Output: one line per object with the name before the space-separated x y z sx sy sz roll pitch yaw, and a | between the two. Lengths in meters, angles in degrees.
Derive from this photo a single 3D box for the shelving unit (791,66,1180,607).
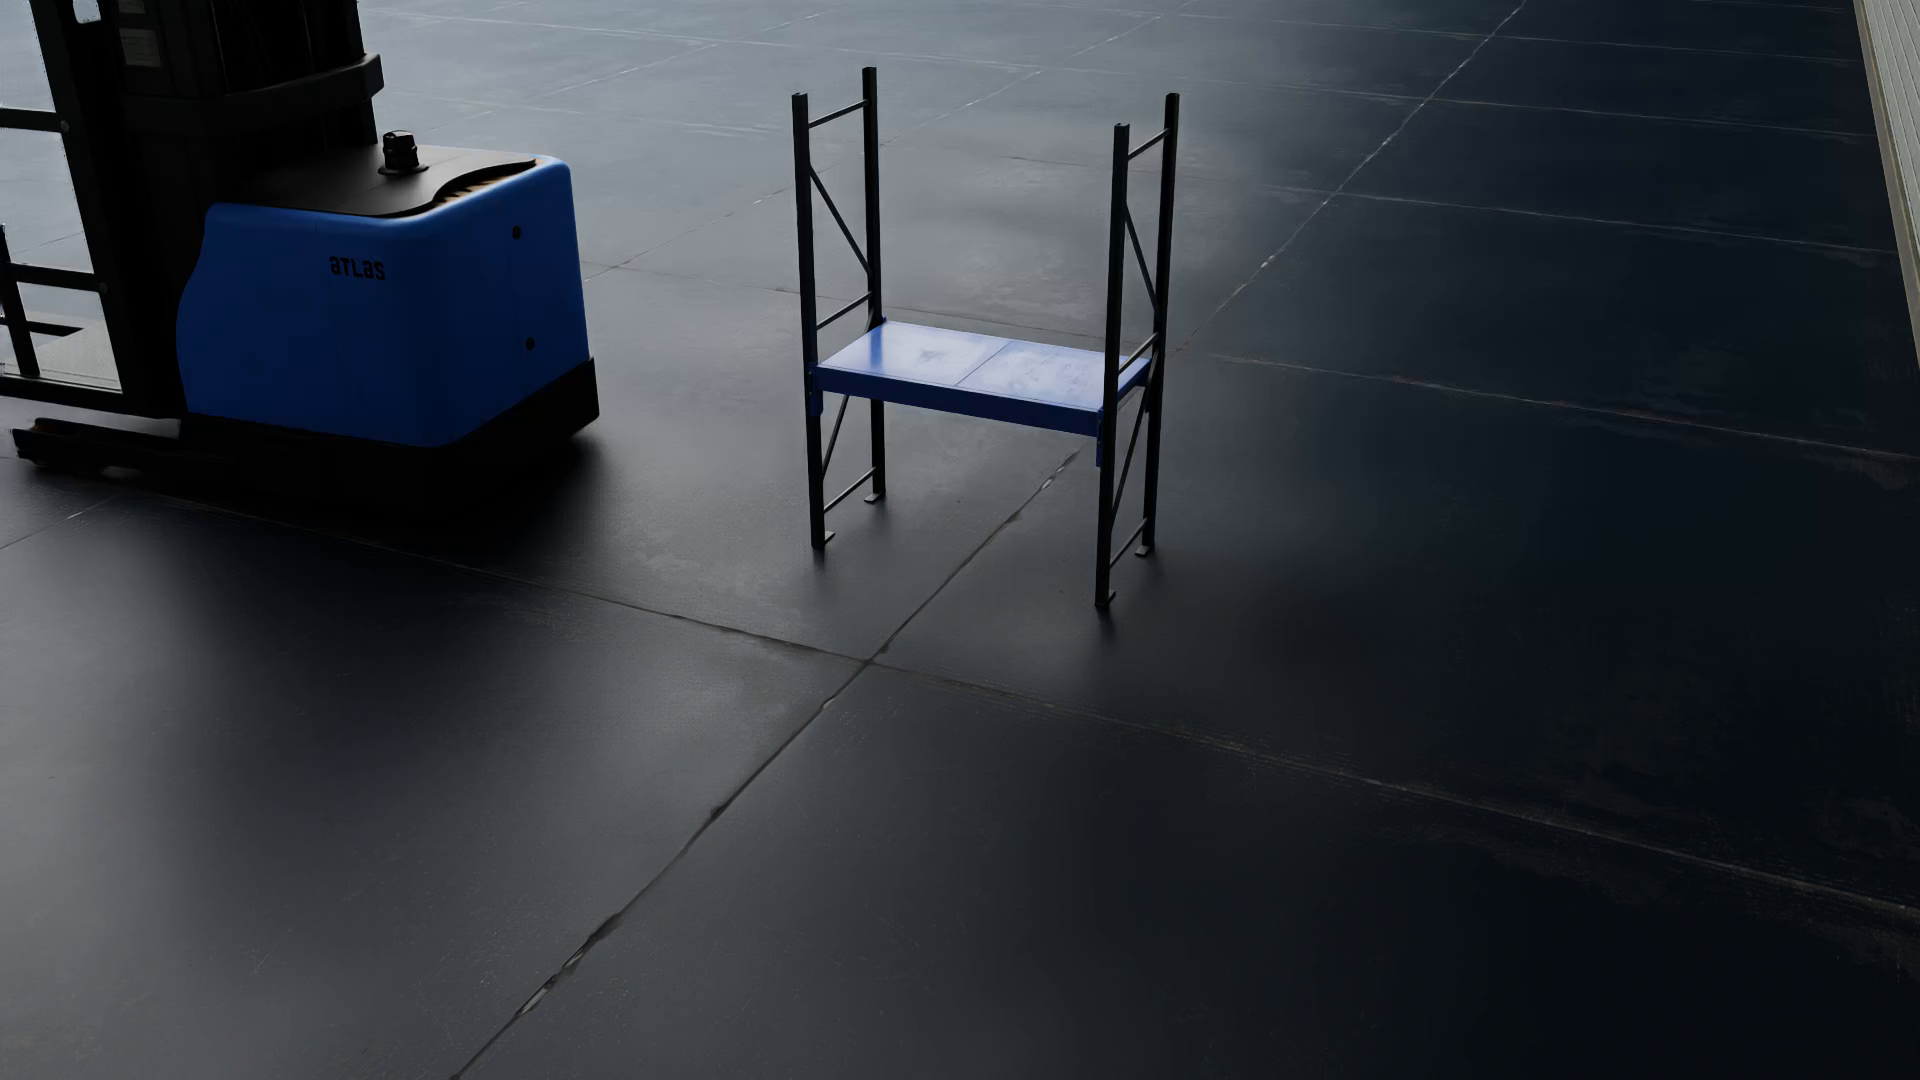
shelving unit | 0.078 -0.657 5.289 1.048 1.500 0.538 11 28 22

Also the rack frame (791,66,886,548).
rack frame | -0.385 -0.750 5.477 0.032 1.500 0.500 11 28 22

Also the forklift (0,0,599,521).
forklift | -2.978 -1.765 5.918 3.031 2.935 1.130 9 28 17

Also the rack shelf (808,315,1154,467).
rack shelf | 0.078 -0.496 5.368 1.000 0.185 0.538 11 28 22

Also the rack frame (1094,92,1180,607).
rack frame | 0.540 -0.564 5.100 0.032 1.500 0.500 11 28 22
